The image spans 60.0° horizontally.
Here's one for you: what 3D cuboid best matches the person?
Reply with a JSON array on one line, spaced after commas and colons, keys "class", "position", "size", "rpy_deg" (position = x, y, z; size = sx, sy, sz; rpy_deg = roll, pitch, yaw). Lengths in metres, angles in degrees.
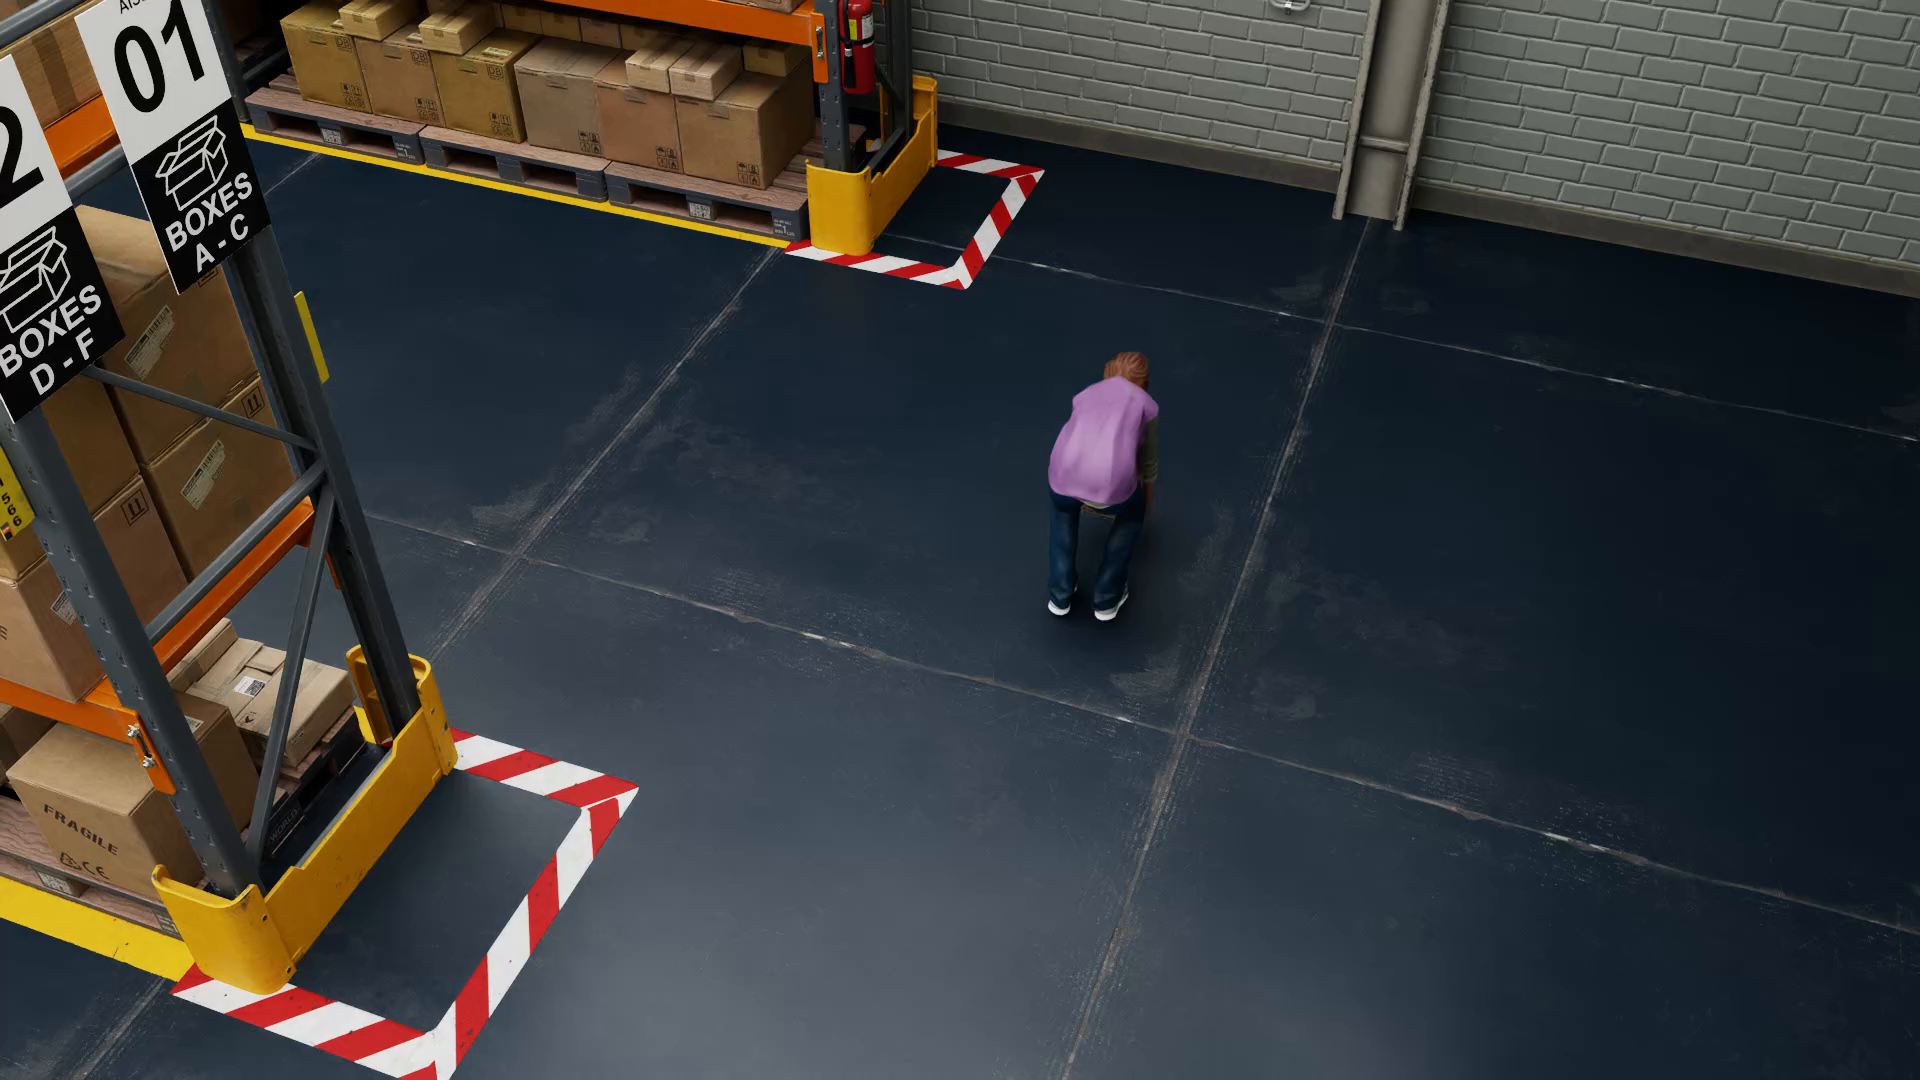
[{"class": "person", "position": [0.514, -0.307, 6.509], "size": [0.478, 1.592, 0.345], "rpy_deg": [11, 43, 12]}]
